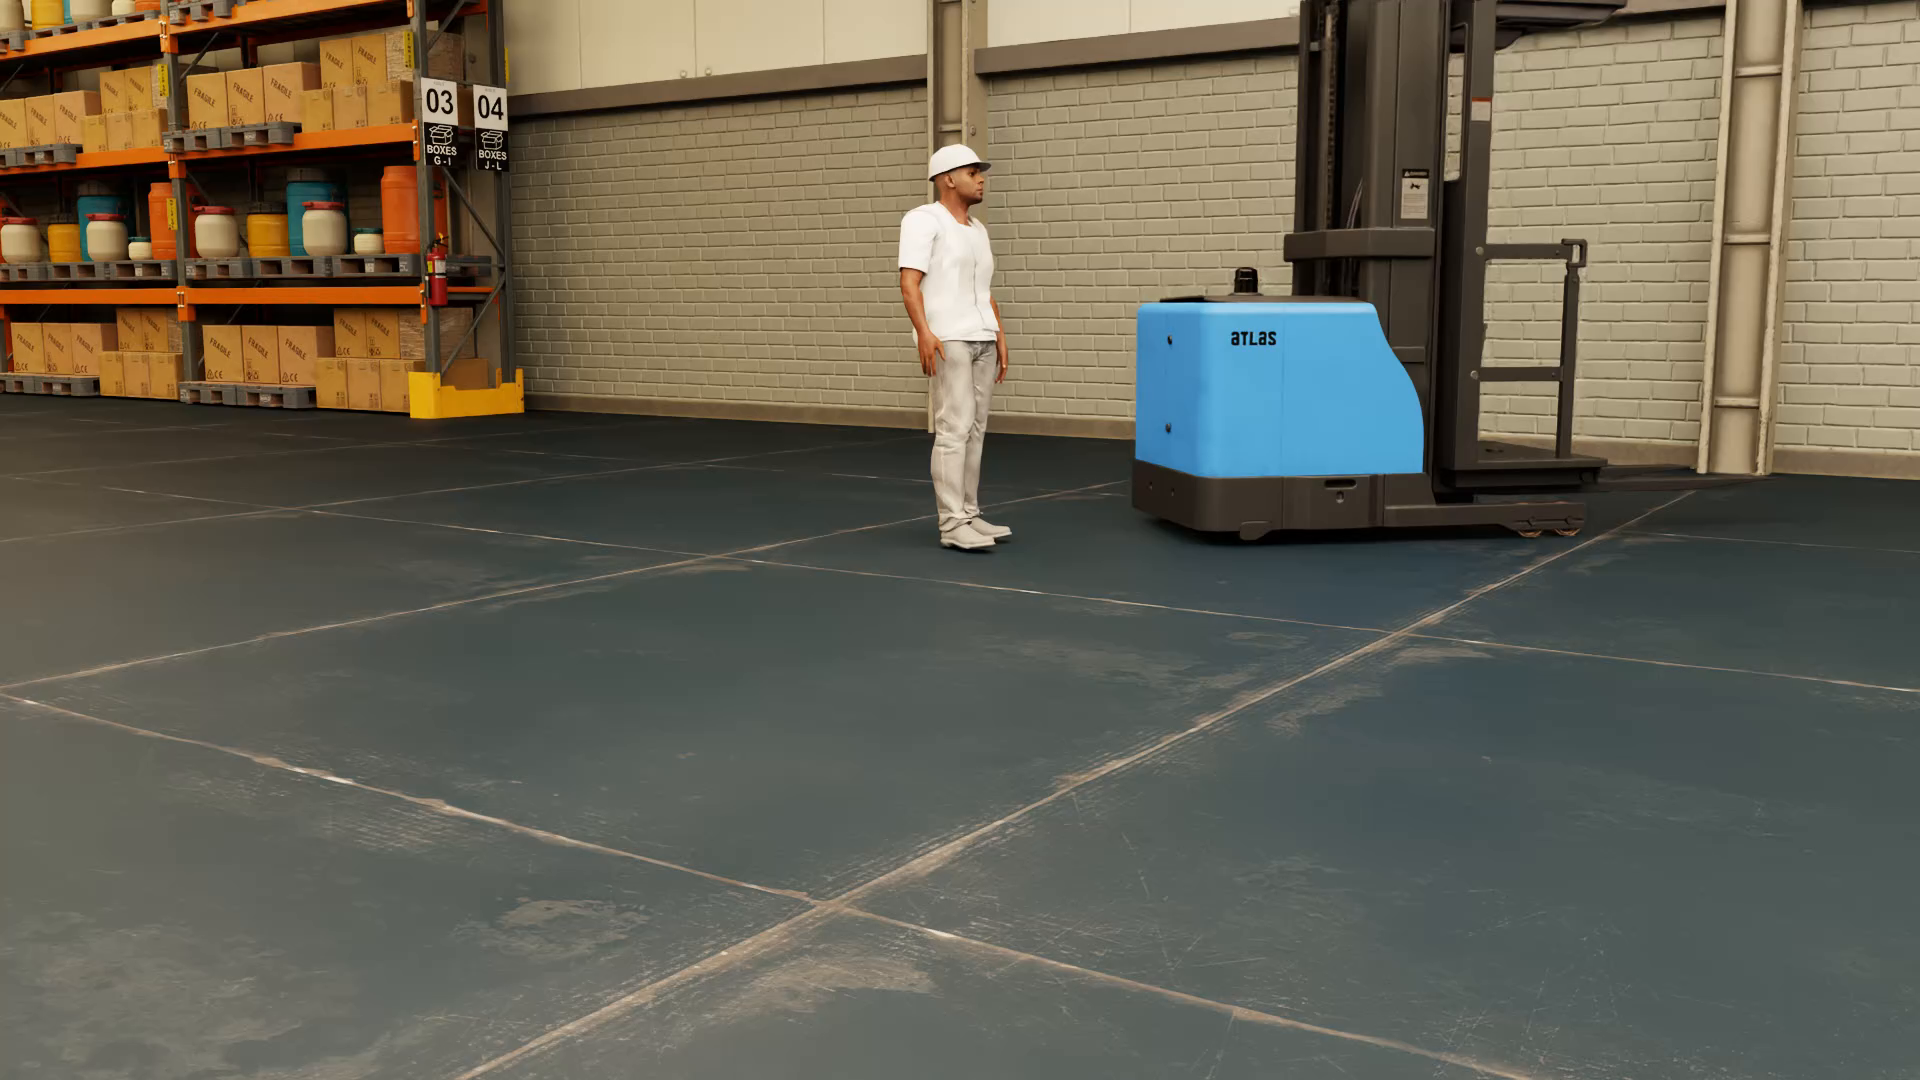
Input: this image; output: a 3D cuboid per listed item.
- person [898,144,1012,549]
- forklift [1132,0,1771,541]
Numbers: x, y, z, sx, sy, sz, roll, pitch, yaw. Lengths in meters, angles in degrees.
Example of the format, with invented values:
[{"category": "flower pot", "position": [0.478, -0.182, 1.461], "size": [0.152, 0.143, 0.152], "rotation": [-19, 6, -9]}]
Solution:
[{"category": "person", "position": [0.055, -0.875, 7.435], "size": [0.575, 1.768, 0.665], "rotation": [5, 10, 34]}, {"category": "forklift", "position": [2.424, -1.531, 7.961], "size": [3.031, 2.935, 1.130], "rotation": [-2, 8, -13]}]
